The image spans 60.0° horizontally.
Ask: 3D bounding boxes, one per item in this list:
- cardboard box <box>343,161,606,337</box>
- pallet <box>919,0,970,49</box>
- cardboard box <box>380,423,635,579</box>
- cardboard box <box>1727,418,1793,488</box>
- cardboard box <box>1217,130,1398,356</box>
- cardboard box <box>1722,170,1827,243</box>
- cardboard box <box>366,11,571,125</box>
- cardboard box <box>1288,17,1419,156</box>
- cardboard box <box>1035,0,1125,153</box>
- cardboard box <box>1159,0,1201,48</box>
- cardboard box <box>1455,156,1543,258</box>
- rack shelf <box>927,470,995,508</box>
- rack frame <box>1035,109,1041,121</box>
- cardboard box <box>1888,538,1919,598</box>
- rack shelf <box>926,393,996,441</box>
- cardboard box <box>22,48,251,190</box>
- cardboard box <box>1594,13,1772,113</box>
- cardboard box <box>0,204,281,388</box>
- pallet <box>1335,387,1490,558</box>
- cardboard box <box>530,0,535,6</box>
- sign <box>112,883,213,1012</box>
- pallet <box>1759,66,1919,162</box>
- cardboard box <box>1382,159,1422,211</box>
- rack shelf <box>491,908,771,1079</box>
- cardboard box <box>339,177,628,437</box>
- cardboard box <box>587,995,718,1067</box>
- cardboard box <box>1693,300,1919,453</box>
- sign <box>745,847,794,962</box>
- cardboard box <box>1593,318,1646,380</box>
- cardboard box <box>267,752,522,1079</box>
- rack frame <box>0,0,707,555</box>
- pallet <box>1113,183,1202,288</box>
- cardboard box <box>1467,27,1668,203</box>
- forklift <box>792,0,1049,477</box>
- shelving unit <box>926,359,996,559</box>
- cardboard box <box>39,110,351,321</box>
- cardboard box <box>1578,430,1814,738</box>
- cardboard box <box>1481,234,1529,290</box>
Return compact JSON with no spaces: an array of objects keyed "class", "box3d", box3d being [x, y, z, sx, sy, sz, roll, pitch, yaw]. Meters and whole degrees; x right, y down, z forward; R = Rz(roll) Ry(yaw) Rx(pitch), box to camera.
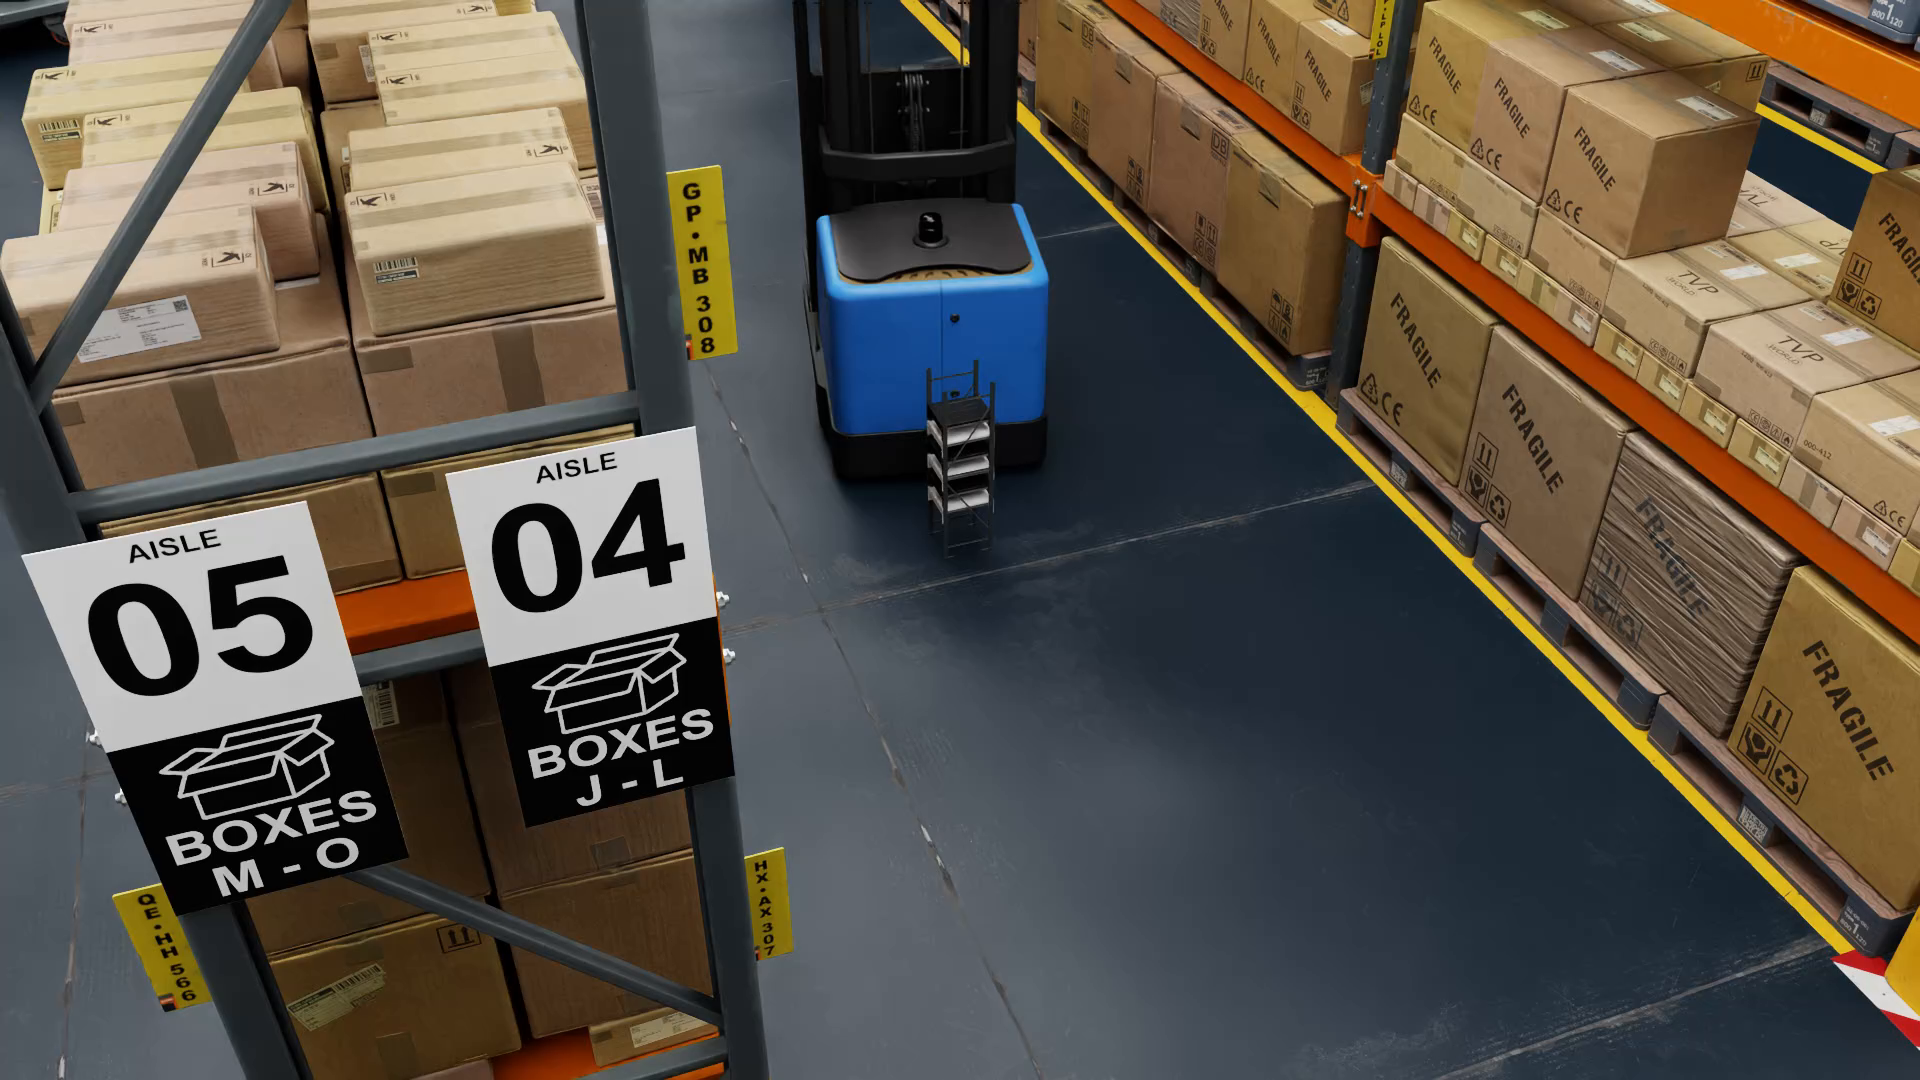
[{"class":"cardboard box","box3d":[-0.817,-0.495,2.799,0.380,0.149,0.250,-13,39,-16]},{"class":"pallet","box3d":[0.336,-4.273,13.248,1.003,0.211,1.213,-12,39,-16]},{"class":"cardboard box","box3d":[-0.834,-0.213,3.171,0.500,0.250,0.500,-11,38,-14]},{"class":"cardboard box","box3d":[2.988,-0.347,5.927,0.380,0.149,0.250,-13,39,-17]},{"class":"cardboard box","box3d":[2.157,-1.674,8.896,1.225,0.875,0.875,-12,39,-16]},{"class":"cardboard box","box3d":[3.151,-1.281,6.835,0.500,0.250,0.500,-12,39,-15]},{"class":"cardboard box","box3d":[-0.995,-0.949,3.401,0.380,0.149,0.250,-12,39,-15]},{"class":"cardboard box","box3d":[1.979,-2.245,8.154,0.500,0.500,0.500,-12,39,-16]},{"class":"cardboard box","box3d":[1.238,-3.182,10.898,1.225,0.875,0.875,-14,39,-18]},{"class":"cardboard box","box3d":[1.461,-3.104,9.294,0.500,0.500,0.500,-12,39,-16]},{"class":"cardboard box","box3d":[2.478,-1.455,7.066,0.500,0.250,0.500,-13,39,-16]},{"class":"rack shelf","box3d":[0.003,-0.256,7.547,0.258,0.077,0.200,-12,39,-16]},{"class":"rack frame","box3d":[1.020,-4.257,10.909,1.000,3.000,0.127,-12,39,-16]},{"class":"cardboard box","box3d":[3.250,0.083,5.356,0.380,0.149,0.250,-12,39,-15]},{"class":"rack shelf","box3d":[0.003,-0.544,7.331,0.258,0.077,0.200,-12,39,-16]},{"class":"cardboard box","box3d":[-1.584,-0.823,3.235,0.380,0.149,0.250,-12,39,-15]},{"class":"cardboard box","box3d":[2.974,-1.868,6.991,0.500,0.500,0.500,-12,39,-15]},{"class":"cardboard box","box3d":[-1.309,-0.392,2.662,0.380,0.149,0.250,-13,39,-16]},{"class":"pallet","box3d":[2.585,-0.438,8.156,1.003,0.211,1.213,-12,39,-16]},{"class":"cardboard box","box3d":[-1.345,-1.276,4.167,0.500,0.250,0.500,-14,39,-18]},{"class":"sign","box3d":[-1.447,0.747,3.040,0.100,0.325,0.005,-12,39,-16]},{"class":"pallet","box3d":[6.397,-3.044,11.616,1.003,0.211,1.213,-12,39,-16]},{"class":"cardboard box","box3d":[2.186,-1.661,7.671,0.380,0.149,0.250,-12,39,-16]},{"class":"rack shelf","box3d":[-1.607,0.389,5.338,1.077,0.370,4.000,-12,39,-16]},{"class":"cardboard box","box3d":[-0.830,-0.413,3.022,0.500,0.250,0.500,-12,39,-15]},{"class":"cardboard box","box3d":[-0.723,1.081,4.030,0.380,0.149,0.250,-13,39,-16]},{"class":"cardboard box","box3d":[3.007,-0.590,5.917,0.500,0.250,0.500,-14,39,-17]},{"class":"sign","box3d":[-0.410,0.774,3.510,0.100,0.325,0.005,-12,39,-16]},{"class":"cardboard box","box3d":[2.724,-0.781,6.502,0.380,0.149,0.250,-14,39,-17]},{"class":"cardboard box","box3d":[-1.315,0.873,3.768,0.500,0.500,0.500,-12,39,-15]},{"class":"rack frame","box3d":[-0.919,-1.164,1.816,1.000,3.000,0.127,-12,39,-16]},{"class":"pallet","box3d":[1.636,-1.994,10.222,1.003,0.211,1.213,-12,39,-16]},{"class":"cardboard box","box3d":[2.483,-1.753,6.838,0.500,0.500,0.500,-12,39,-16]},{"class":"forklift","box3d":[-0.293,-2.354,8.439,1.130,2.935,3.031,-5,37,-6]},{"class":"shelving unit","box3d":[0.003,-0.355,7.473,0.258,0.900,0.210,-12,39,-16]},{"class":"cardboard box","box3d":[-1.494,-0.602,3.272,0.500,0.250,0.500,-13,39,-17]},{"class":"cardboard box","box3d":[3.164,0.084,6.562,0.875,0.875,0.875,-12,39,-16]},{"class":"cardboard box","box3d":[2.460,-1.216,7.080,0.380,0.149,0.250,-13,39,-17]}]
